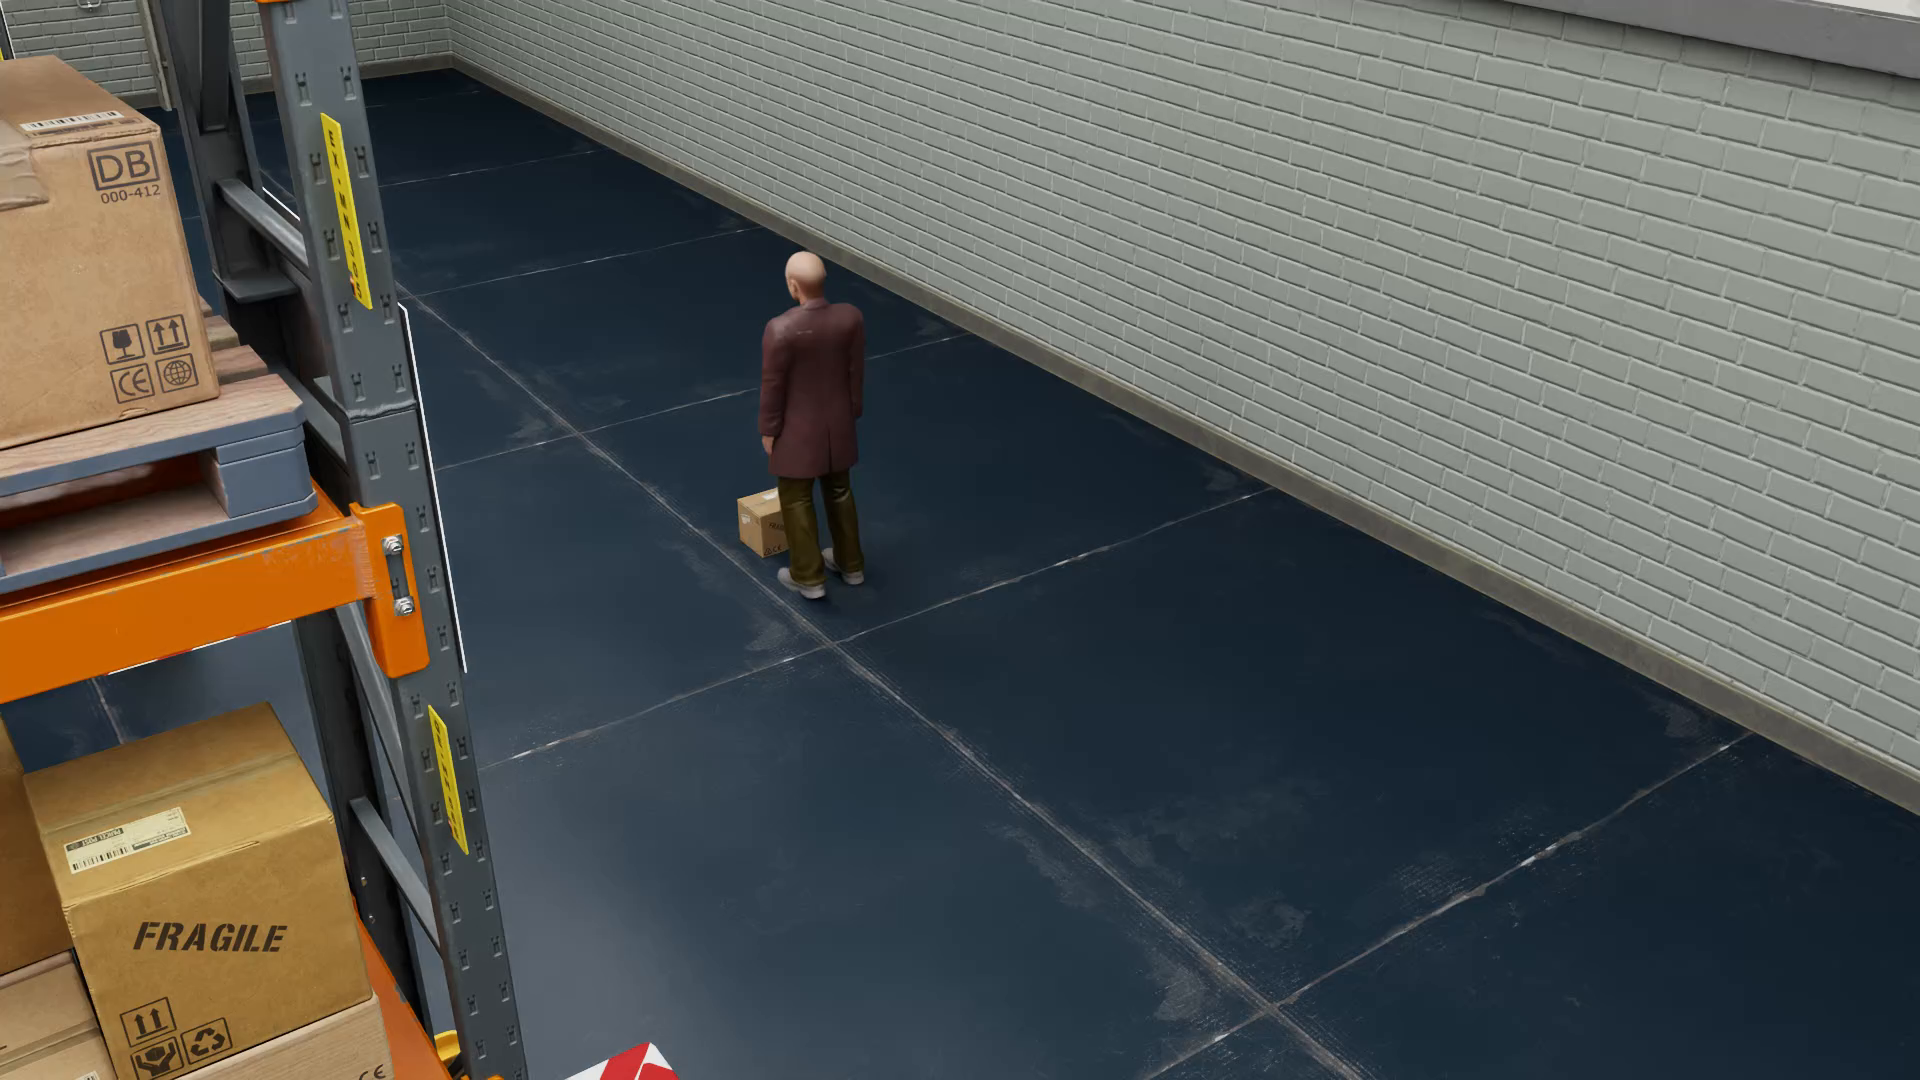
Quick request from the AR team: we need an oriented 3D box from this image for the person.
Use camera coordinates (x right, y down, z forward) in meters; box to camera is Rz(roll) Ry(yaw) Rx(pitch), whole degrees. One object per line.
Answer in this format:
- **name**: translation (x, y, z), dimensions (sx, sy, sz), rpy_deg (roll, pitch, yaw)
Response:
- **person**: translation (-0.771, -0.439, 8.306), dimensions (0.631, 1.453, 0.701), rpy_deg (-18, 33, -31)
